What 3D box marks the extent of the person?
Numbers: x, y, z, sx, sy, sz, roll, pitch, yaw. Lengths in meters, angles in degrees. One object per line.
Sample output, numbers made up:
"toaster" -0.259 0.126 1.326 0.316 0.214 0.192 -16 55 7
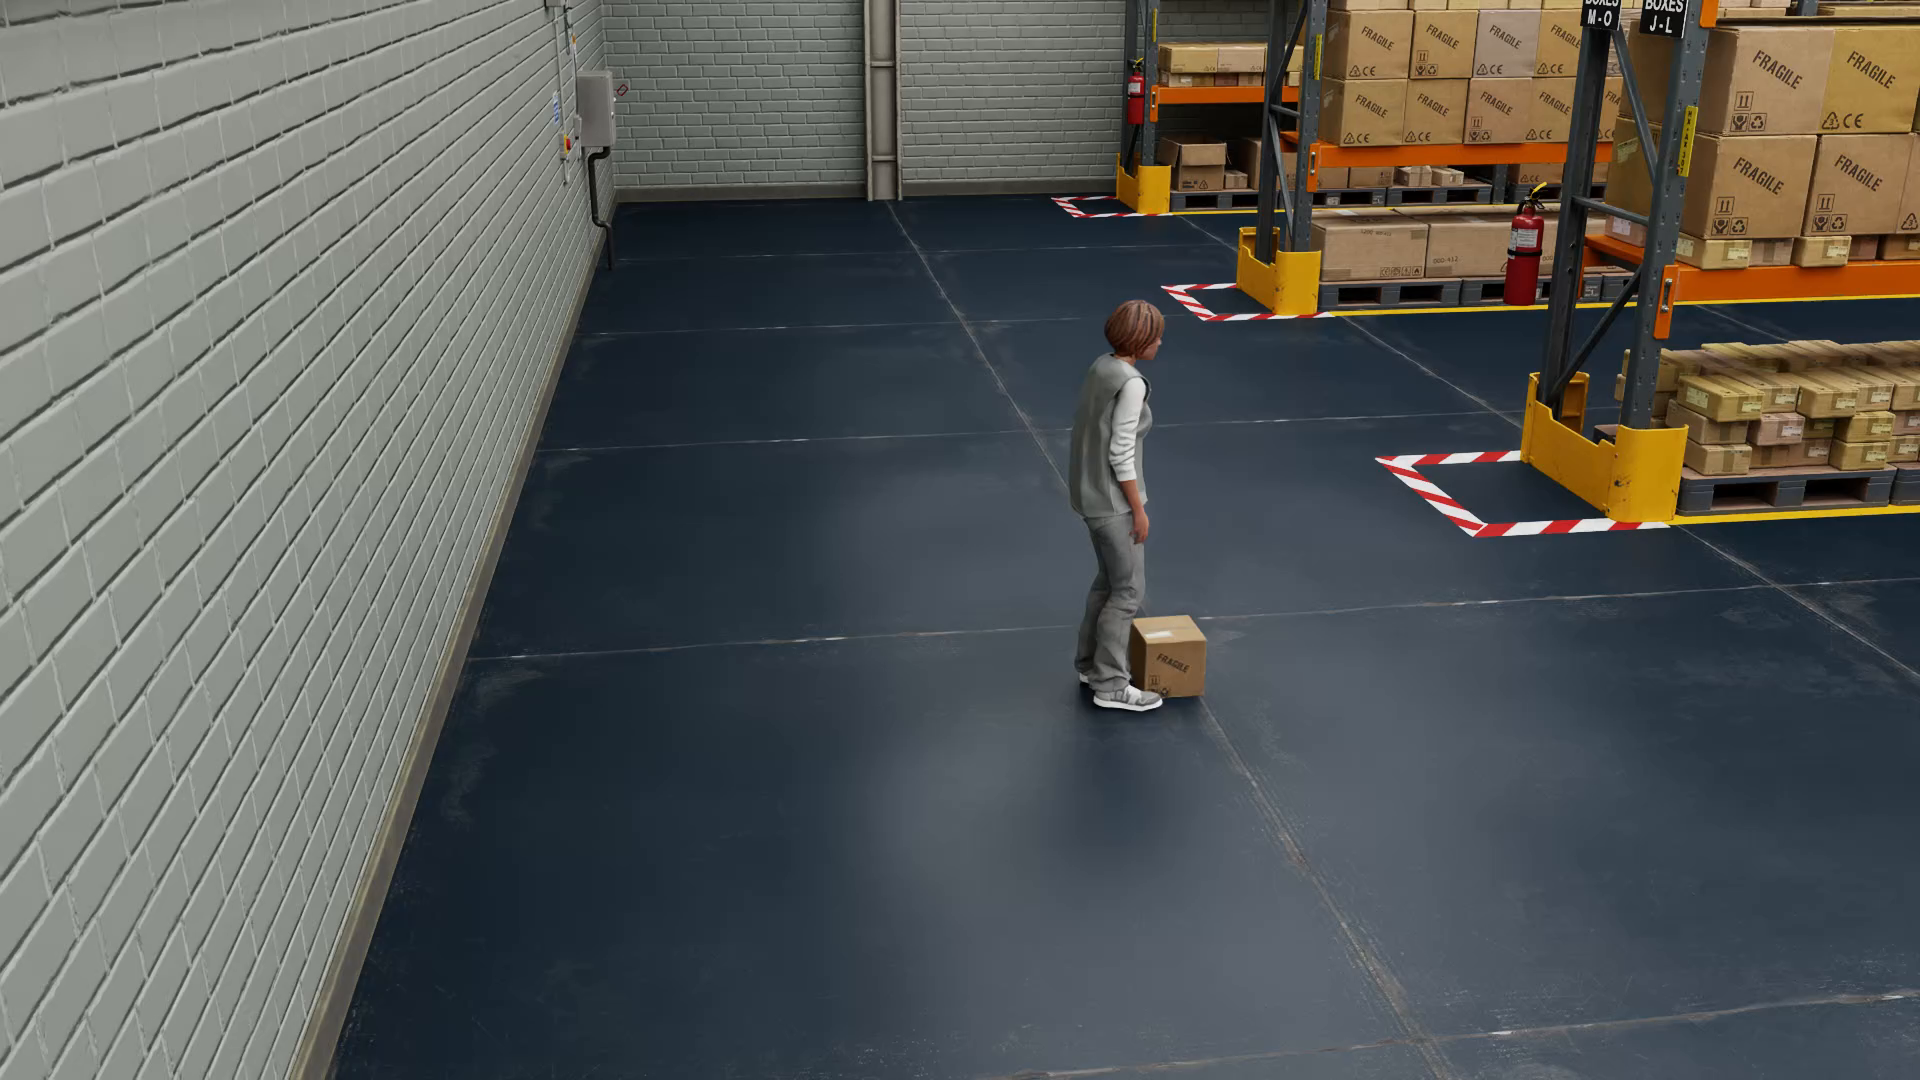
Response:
"person" 0.602 -0.139 6.466 0.339 1.593 0.462 -4 21 -10
